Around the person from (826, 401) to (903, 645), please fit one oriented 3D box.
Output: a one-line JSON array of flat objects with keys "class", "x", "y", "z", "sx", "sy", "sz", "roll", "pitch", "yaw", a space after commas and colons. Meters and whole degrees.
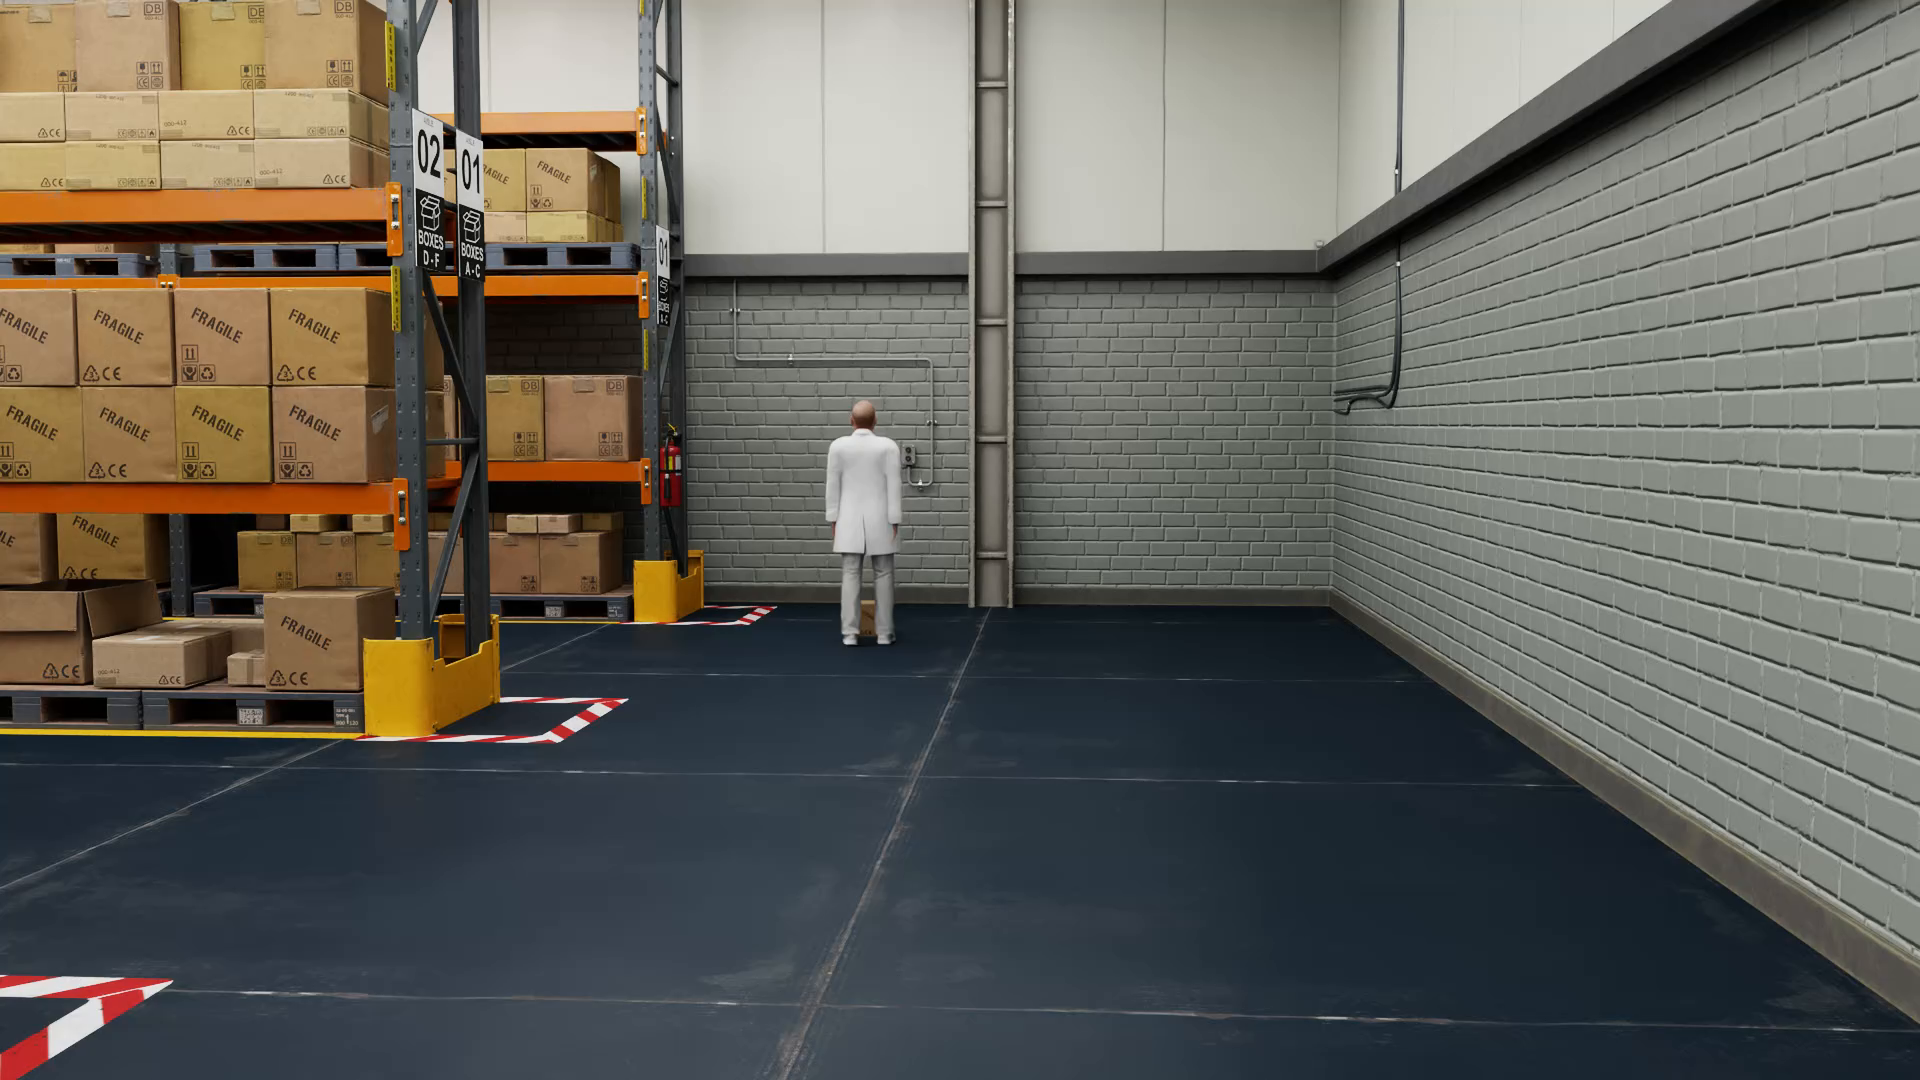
[{"class": "person", "x": -0.696, "y": -0.127, "z": 12.148, "sx": 0.564, "sy": 1.777, "sz": 0.422, "roll": 0, "pitch": 4, "yaw": 5}]
